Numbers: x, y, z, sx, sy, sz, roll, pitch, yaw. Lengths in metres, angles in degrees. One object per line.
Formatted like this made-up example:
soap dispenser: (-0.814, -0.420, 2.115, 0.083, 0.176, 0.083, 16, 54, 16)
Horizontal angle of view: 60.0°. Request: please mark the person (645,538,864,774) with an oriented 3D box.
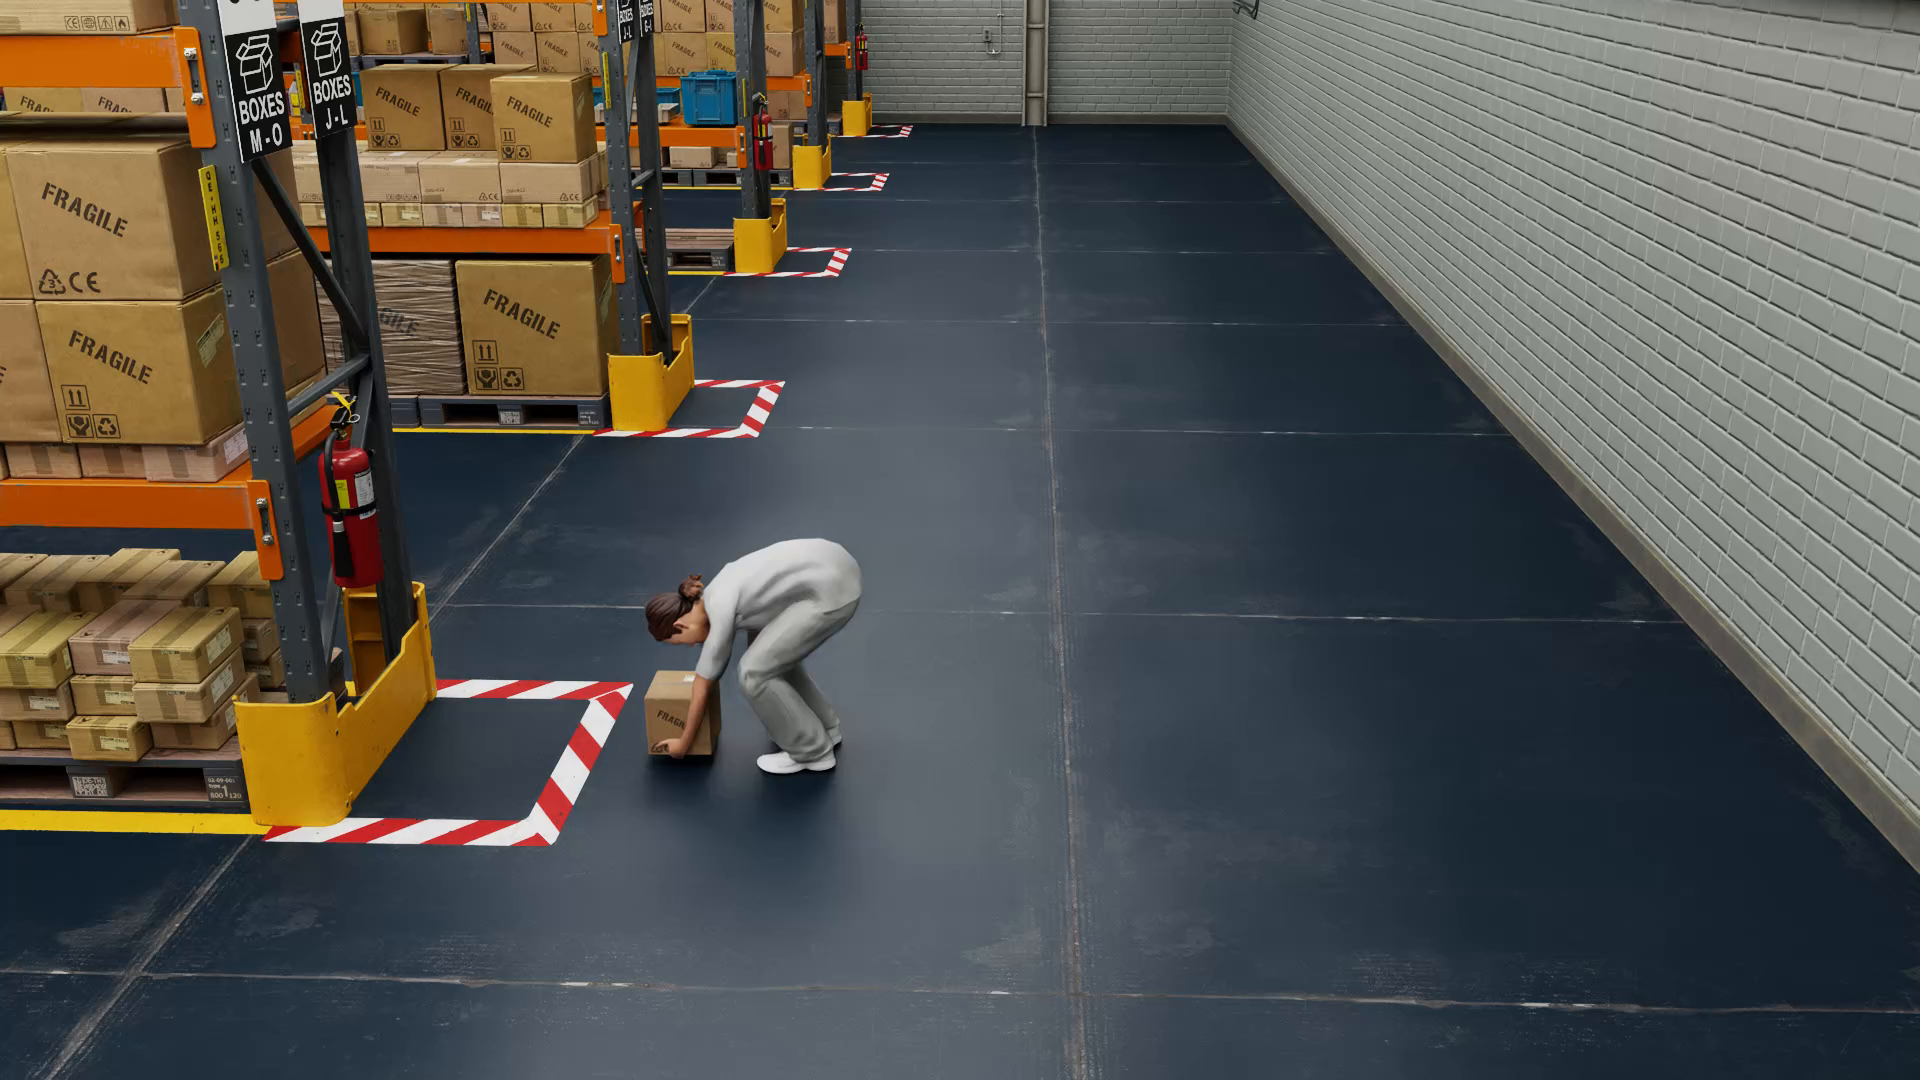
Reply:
person: (-0.797, 0.445, 6.509, 0.849, 0.893, 0.471, 0, 21, -1)
